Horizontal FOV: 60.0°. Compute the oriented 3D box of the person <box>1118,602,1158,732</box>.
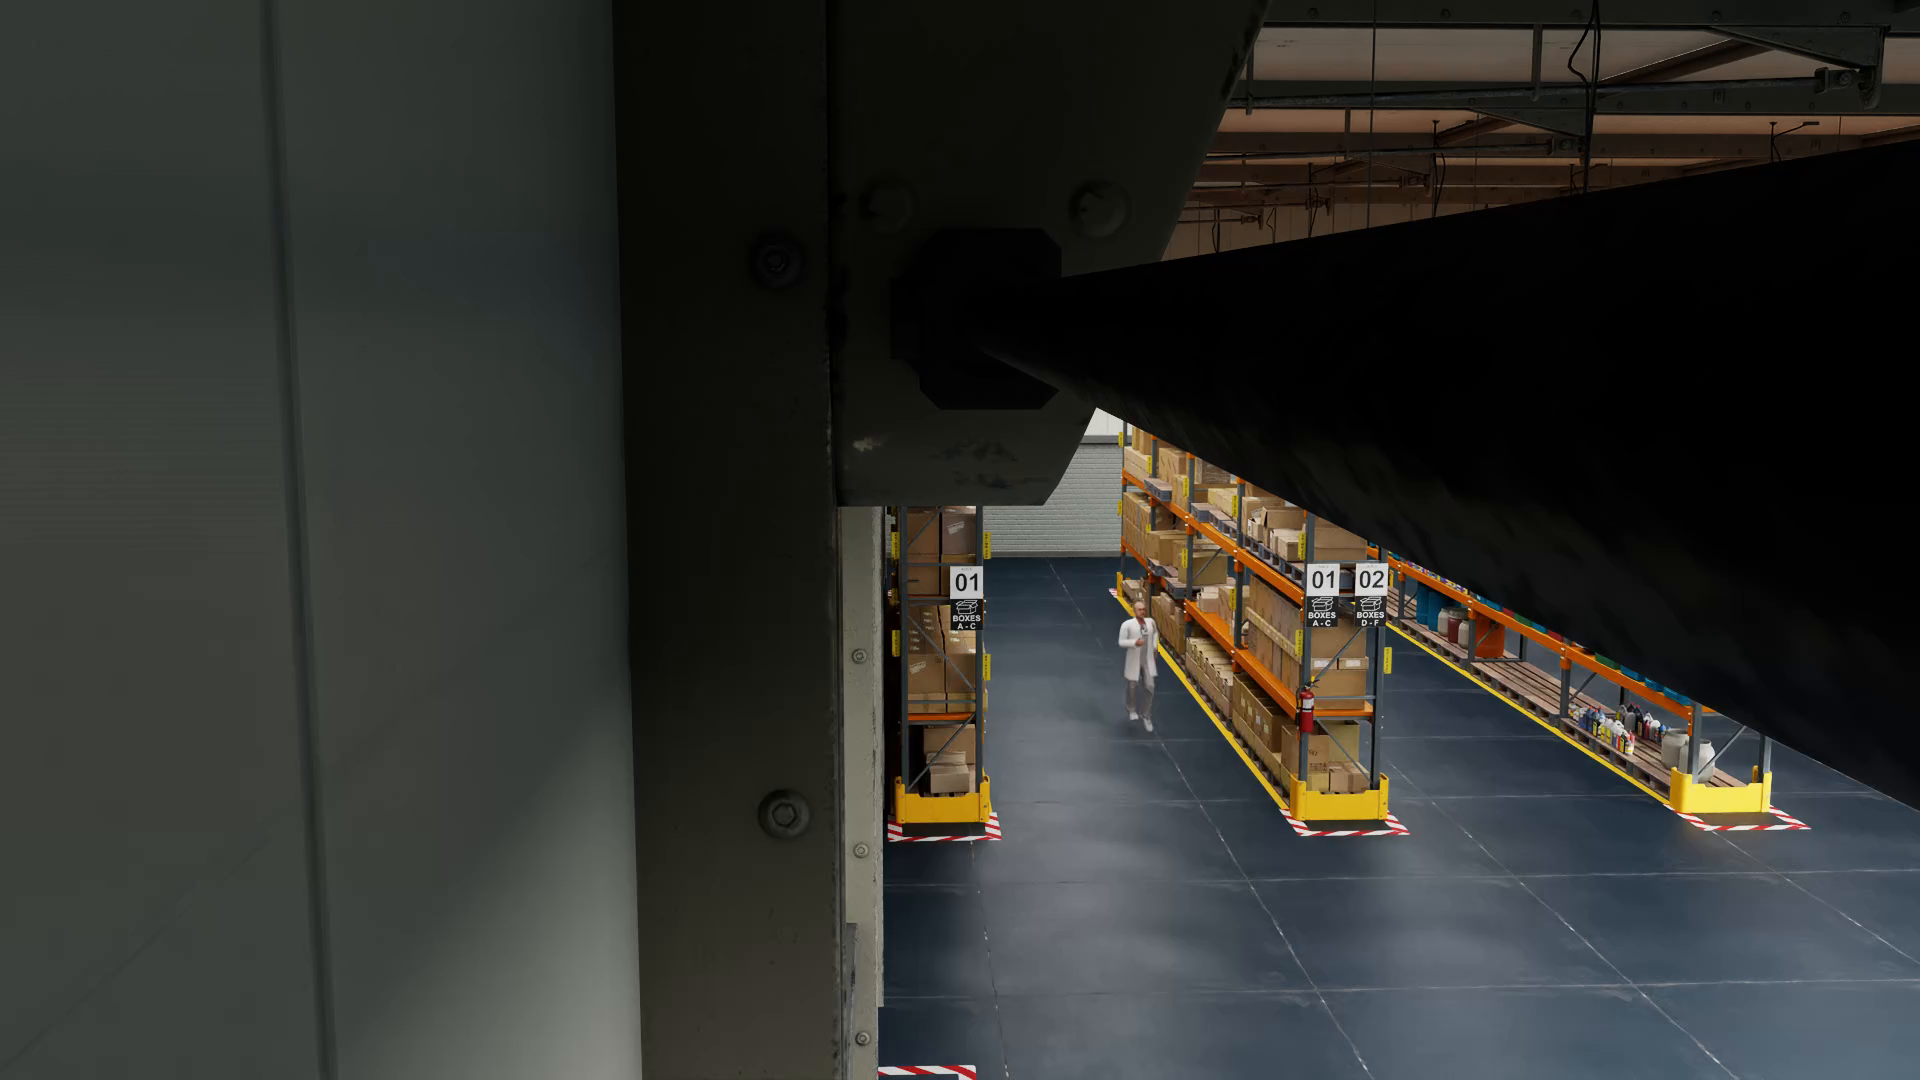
[{"bbox_3d":[2.633,1.839,24.241,0.685,1.882,0.773,-2,8,-13],"label":"person"}]
